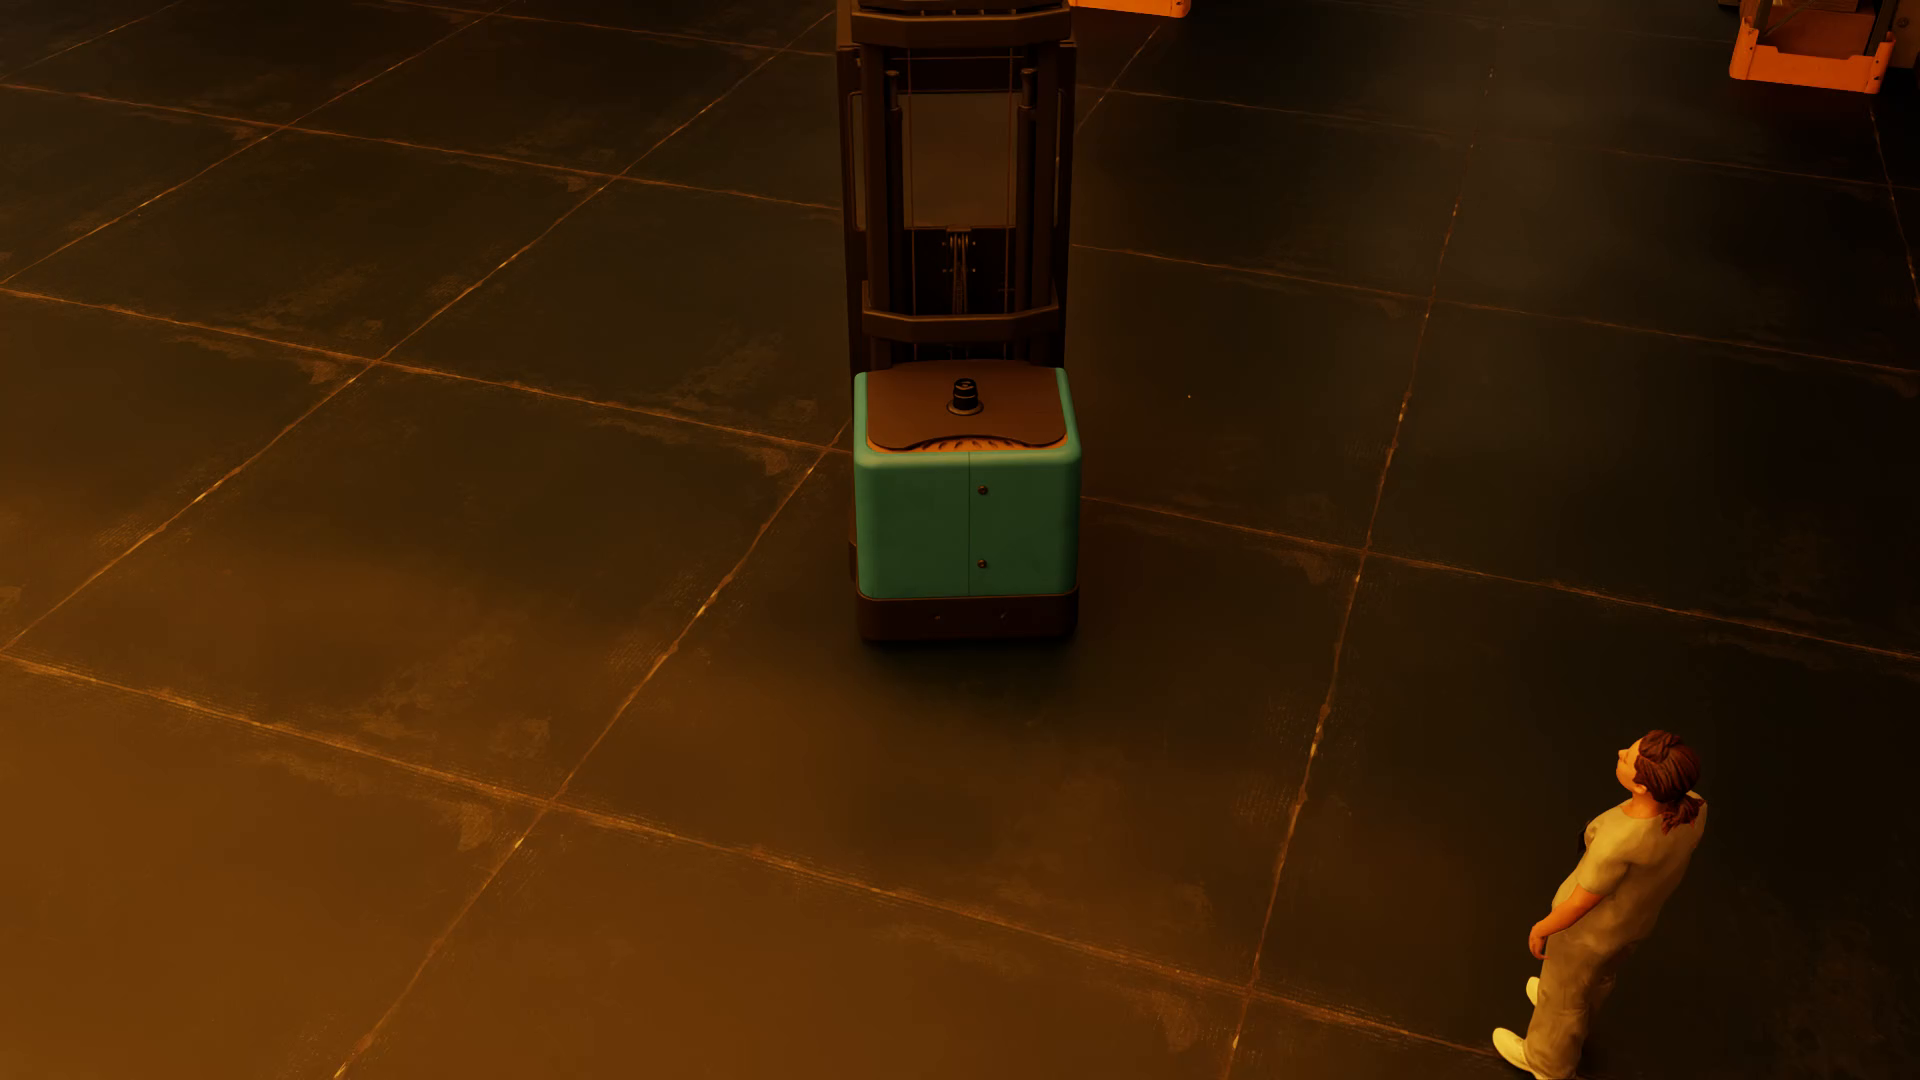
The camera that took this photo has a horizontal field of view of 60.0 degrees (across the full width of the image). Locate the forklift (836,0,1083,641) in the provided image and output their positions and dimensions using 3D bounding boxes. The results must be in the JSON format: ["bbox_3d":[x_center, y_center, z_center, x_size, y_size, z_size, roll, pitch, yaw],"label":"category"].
[{"bbox_3d":[-0.029,-1.547,8.293,1.130,2.935,3.031,-2,35,-2],"label":"forklift"}]

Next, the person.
[{"bbox_3d":[2.074,1.199,5.494,0.550,1.675,0.545,-18,39,-24],"label":"person"}]
